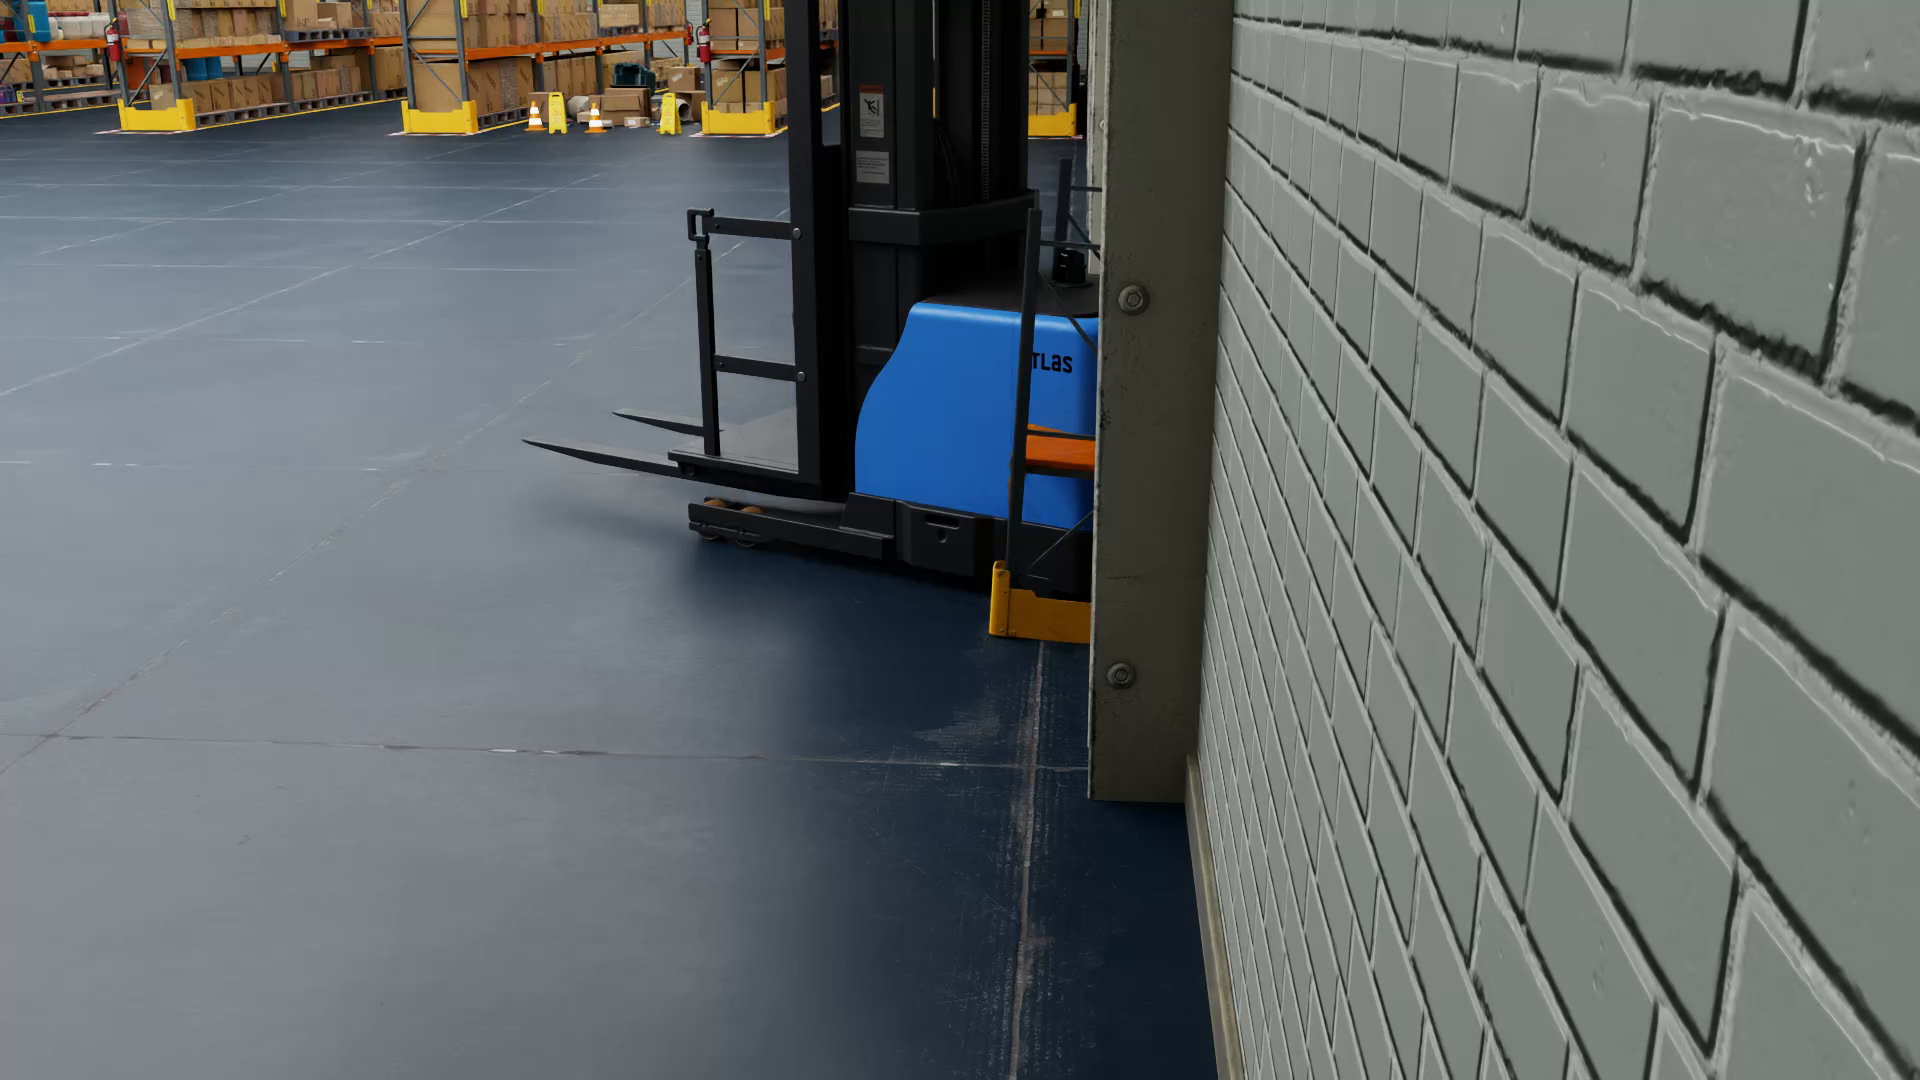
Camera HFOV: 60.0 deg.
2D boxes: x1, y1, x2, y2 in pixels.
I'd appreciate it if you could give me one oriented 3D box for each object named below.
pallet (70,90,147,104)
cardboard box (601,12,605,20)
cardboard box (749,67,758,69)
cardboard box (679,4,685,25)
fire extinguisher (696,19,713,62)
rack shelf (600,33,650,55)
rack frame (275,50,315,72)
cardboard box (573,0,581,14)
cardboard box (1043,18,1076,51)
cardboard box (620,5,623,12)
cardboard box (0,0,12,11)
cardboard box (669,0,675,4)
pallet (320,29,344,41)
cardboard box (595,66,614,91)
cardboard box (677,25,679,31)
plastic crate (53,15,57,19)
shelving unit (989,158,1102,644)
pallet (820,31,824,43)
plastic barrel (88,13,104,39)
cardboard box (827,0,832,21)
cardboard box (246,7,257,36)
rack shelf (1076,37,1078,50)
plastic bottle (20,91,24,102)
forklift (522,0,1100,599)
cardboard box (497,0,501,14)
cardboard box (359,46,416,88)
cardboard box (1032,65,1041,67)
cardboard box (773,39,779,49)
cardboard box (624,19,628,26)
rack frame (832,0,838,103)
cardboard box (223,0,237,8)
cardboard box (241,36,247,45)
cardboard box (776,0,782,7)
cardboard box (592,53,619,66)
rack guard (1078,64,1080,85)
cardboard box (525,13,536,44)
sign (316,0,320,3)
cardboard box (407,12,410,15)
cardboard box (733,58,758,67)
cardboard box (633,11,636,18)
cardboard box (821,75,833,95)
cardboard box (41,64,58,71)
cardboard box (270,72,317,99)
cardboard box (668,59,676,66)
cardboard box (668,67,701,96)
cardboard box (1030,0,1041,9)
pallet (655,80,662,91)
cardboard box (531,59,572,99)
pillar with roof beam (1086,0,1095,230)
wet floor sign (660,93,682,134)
[{"bbox_3d":[-17.996,-9.370,35.181,1.003,0.211,1.213,1,18,4],"label":"pallet"},{"bbox_3d":[-7.769,-11.134,35.337,0.380,0.149,0.250,2,18,7],"label":"cardboard box"},{"bbox_3d":[-3.776,-7.942,28.879,0.500,0.500,0.500,1,18,3],"label":"cardboard box"},{"bbox_3d":[-7.223,-13.211,41.785,0.500,0.500,0.500,2,18,5],"label":"cardboard box"},{"bbox_3d":[-4.118,-8.057,26.818,0.296,0.674,0.183,1,18,4],"label":"fire extinguisher"},{"bbox_3d":[-7.878,-10.962,36.715,1.077,0.370,4.000,1,18,4],"label":"rack shelf"},{"bbox_3d":[-17.328,-13.420,43.061,1.000,3.000,0.127,1,18,4],"label":"rack frame"},{"bbox_3d":[-8.098,-10.909,33.632,0.700,0.500,0.500,1,18,3],"label":"cardboard box"},{"bbox_3d":[1.613,-8.204,26.984,0.500,0.500,0.500,2,18,6],"label":"cardboard box"},{"bbox_3d":[-7.663,-11.754,36.751,0.380,0.149,0.250,0,18,1],"label":"cardboard box"},{"bbox_3d":[-22.777,-12.975,39.937,0.500,0.500,0.500,1,18,4],"label":"cardboard box"},{"bbox_3d":[-7.297,-13.364,40.648,0.500,0.500,0.500,2,18,7],"label":"cardboard box"},{"bbox_3d":[-13.062,-10.118,33.292,1.003,0.211,1.213,1,18,4],"label":"pallet"},{"bbox_3d":[-7.716,-9.908,35.684,0.500,0.500,0.500,1,18,2],"label":"cardboard box"},{"bbox_3d":[-7.247,-12.786,41.529,0.380,0.149,0.250,1,18,3],"label":"cardboard box"},{"bbox_3d":[-18.323,-10.471,33.958,0.402,0.464,0.583,1,18,4],"label":"plastic crate"},{"bbox_3d":[0.510,-0.528,6.035,0.587,1.500,1.083,6,22,7],"label":"shelving unit"},{"bbox_3d":[-3.164,-9.504,31.419,1.003,0.211,1.213,1,18,4],"label":"pallet"},{"bbox_3d":[-17.792,-10.533,34.072,0.421,0.512,0.421,0,18,0],"label":"plastic barrel"},{"bbox_3d":[-2.858,-10.684,33.398,0.500,0.500,0.500,1,18,3],"label":"cardboard box"},{"bbox_3d":[-13.413,-9.478,30.394,0.875,0.500,0.500,1,18,4],"label":"cardboard box"},{"bbox_3d":[2.018,-10.773,36.139,1.077,0.370,4.000,1,18,4],"label":"rack shelf"},{"bbox_3d":[-17.903,-8.453,31.689,0.097,0.201,0.097,0,18,0],"label":"plastic bottle"},{"bbox_3d":[-0.538,-1.492,6.769,3.031,2.935,1.130,10,21,29],"label":"forklift"},{"bbox_3d":[-8.498,-9.408,28.843,0.875,0.550,0.500,1,18,4],"label":"cardboard box"},{"bbox_3d":[-12.819,-10.505,36.904,1.225,0.875,0.875,1,18,4],"label":"cardboard box"},{"bbox_3d":[1.193,-8.318,29.626,0.500,0.250,0.500,1,18,4],"label":"cardboard box"},{"bbox_3d":[-3.252,-8.337,27.954,0.380,0.149,0.250,2,18,5],"label":"cardboard box"},{"bbox_3d":[-7.636,-11.555,37.099,0.380,0.149,0.250,1,18,2],"label":"cardboard box"},{"bbox_3d":[-3.077,-10.603,34.466,1.000,3.000,0.127,1,18,4],"label":"rack frame"},{"bbox_3d":[-13.116,-9.635,29.265,0.500,0.500,0.500,1,18,4],"label":"cardboard box"},{"bbox_3d":[-13.109,-9.003,29.984,0.380,0.149,0.250,1,18,4],"label":"cardboard box"},{"bbox_3d":[-3.611,-9.893,30.055,0.700,0.500,0.500,1,18,3],"label":"cardboard box"},{"bbox_3d":[-7.694,-10.417,36.032,0.500,0.250,0.500,1,18,3],"label":"cardboard box"},{"bbox_3d":[2.442,-11.767,42.031,1.175,0.500,0.348,1,18,4],"label":"rack guard"},{"bbox_3d":[-8.323,-9.397,30.542,0.875,0.550,0.550,1,18,4],"label":"cardboard box"},{"bbox_3d":[-13.515,-11.386,34.995,0.100,0.325,0.005,1,18,4],"label":"sign"},{"bbox_3d":[-12.549,-11.492,37.016,0.500,0.500,0.500,1,18,4],"label":"cardboard box"},{"bbox_3d":[-3.795,-8.461,29.422,0.380,0.149,0.250,2,18,7],"label":"cardboard box"},{"bbox_3d":[-7.584,-11.937,37.786,0.380,0.149,0.250,1,18,4],"label":"cardboard box"},{"bbox_3d":[-3.127,-9.379,34.275,0.950,0.372,0.625,0,18,0],"label":"cardboard box"},{"bbox_3d":[-22.743,-11.637,41.231,0.500,0.311,0.500,1,18,4],"label":"cardboard box"},{"bbox_3d":[-13.130,-8.942,32.702,0.700,0.500,0.500,1,18,4],"label":"cardboard box"},{"bbox_3d":[-7.246,-11.801,41.069,0.380,0.149,0.250,2,18,6],"label":"cardboard box"},{"bbox_3d":[-5.141,-8.564,31.039,0.500,0.500,0.500,1,18,4],"label":"cardboard box"},{"bbox_3d":[1.116,-8.622,26.740,0.380,0.149,0.250,1,18,4],"label":"cardboard box"},{"bbox_3d":[-7.722,-10.809,39.572,1.003,0.211,1.213,1,18,4],"label":"pallet"},{"bbox_3d":[-8.280,-9.065,32.710,1.050,0.750,0.750,1,18,4],"label":"cardboard box"},{"bbox_3d":[-2.904,-7.425,15.132,9.100,9.000,0.400,1,18,4],"label":"pillar with roof beam"},{"bbox_3d":[-4.731,-6.965,27.143,0.267,0.644,0.232,8,20,23],"label":"wet floor sign"}]
